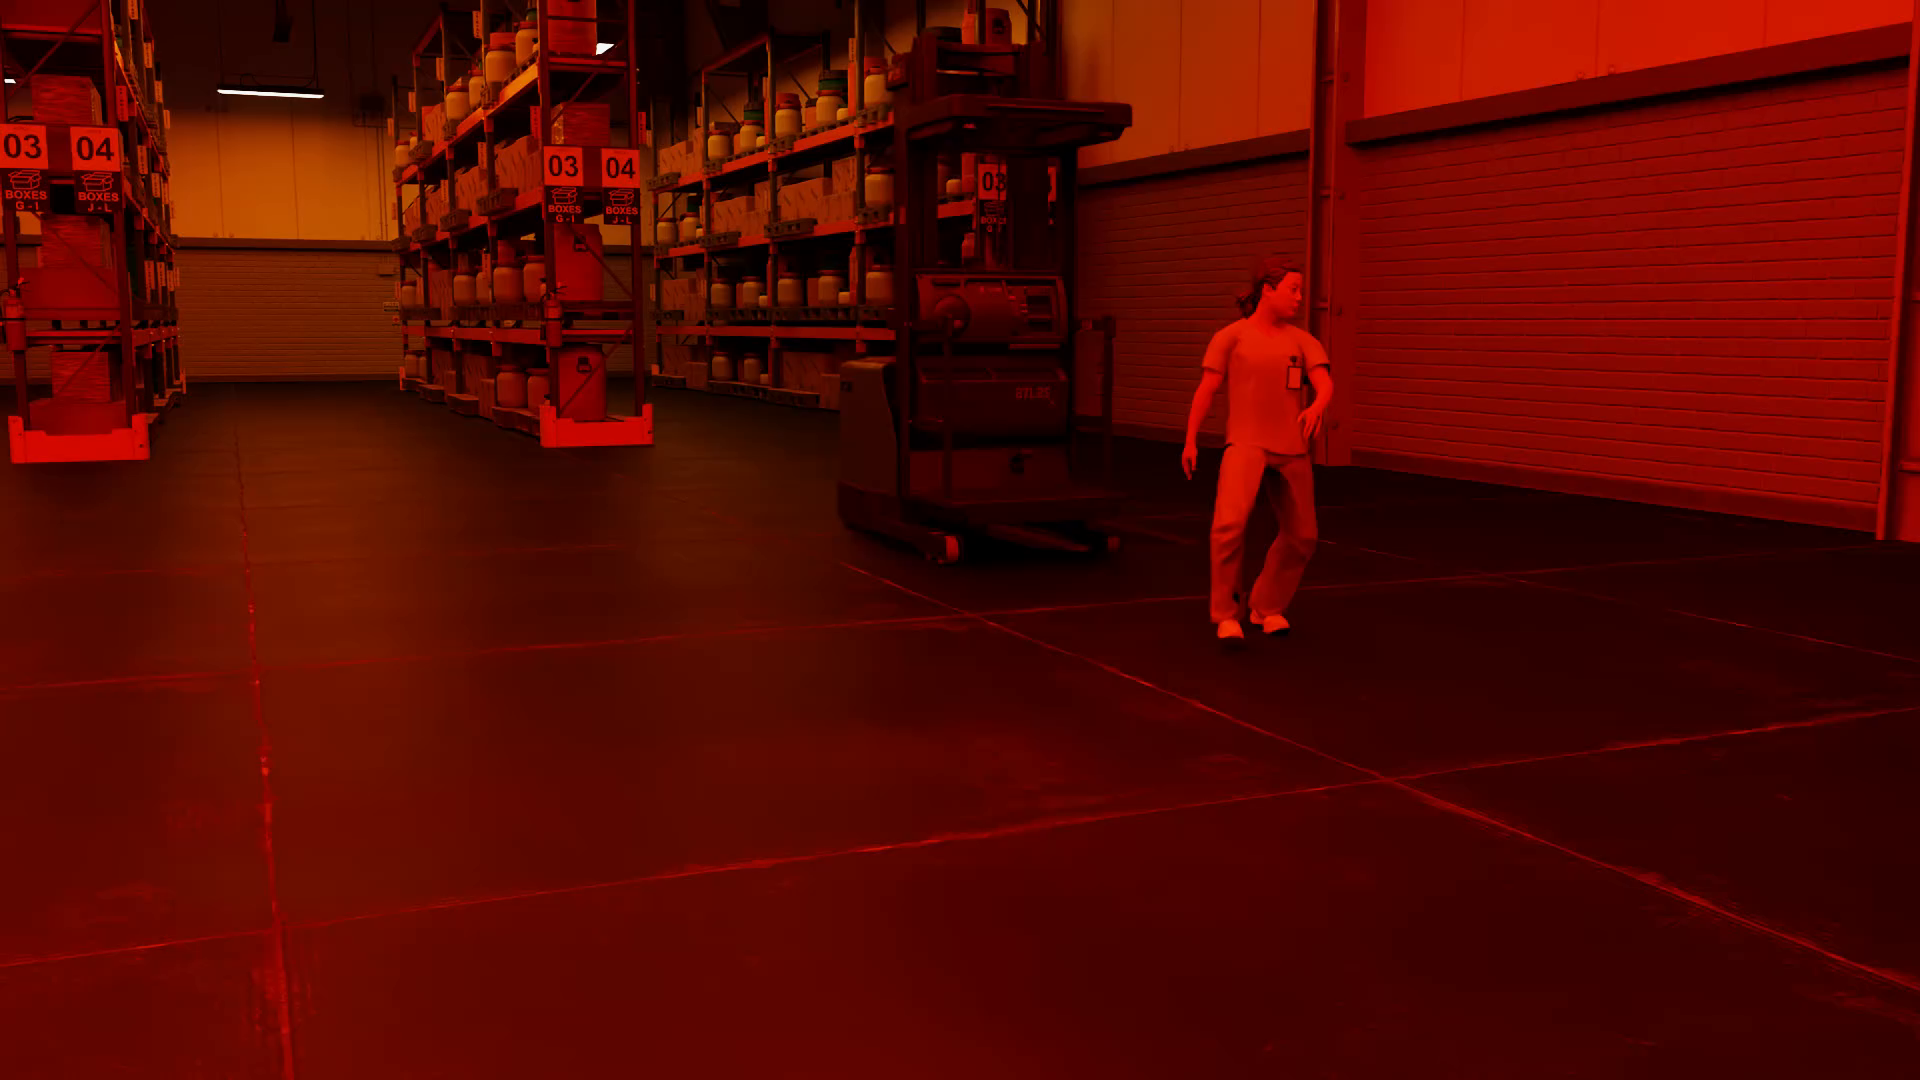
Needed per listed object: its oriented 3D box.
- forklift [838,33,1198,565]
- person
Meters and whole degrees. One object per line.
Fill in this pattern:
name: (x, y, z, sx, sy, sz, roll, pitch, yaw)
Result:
forklift: (0.275, -1.378, 9.391, 1.130, 2.935, 3.031, -3, 8, -24)
person: (1.214, -0.358, 6.831, 0.603, 1.585, 0.775, -2, 8, -14)
